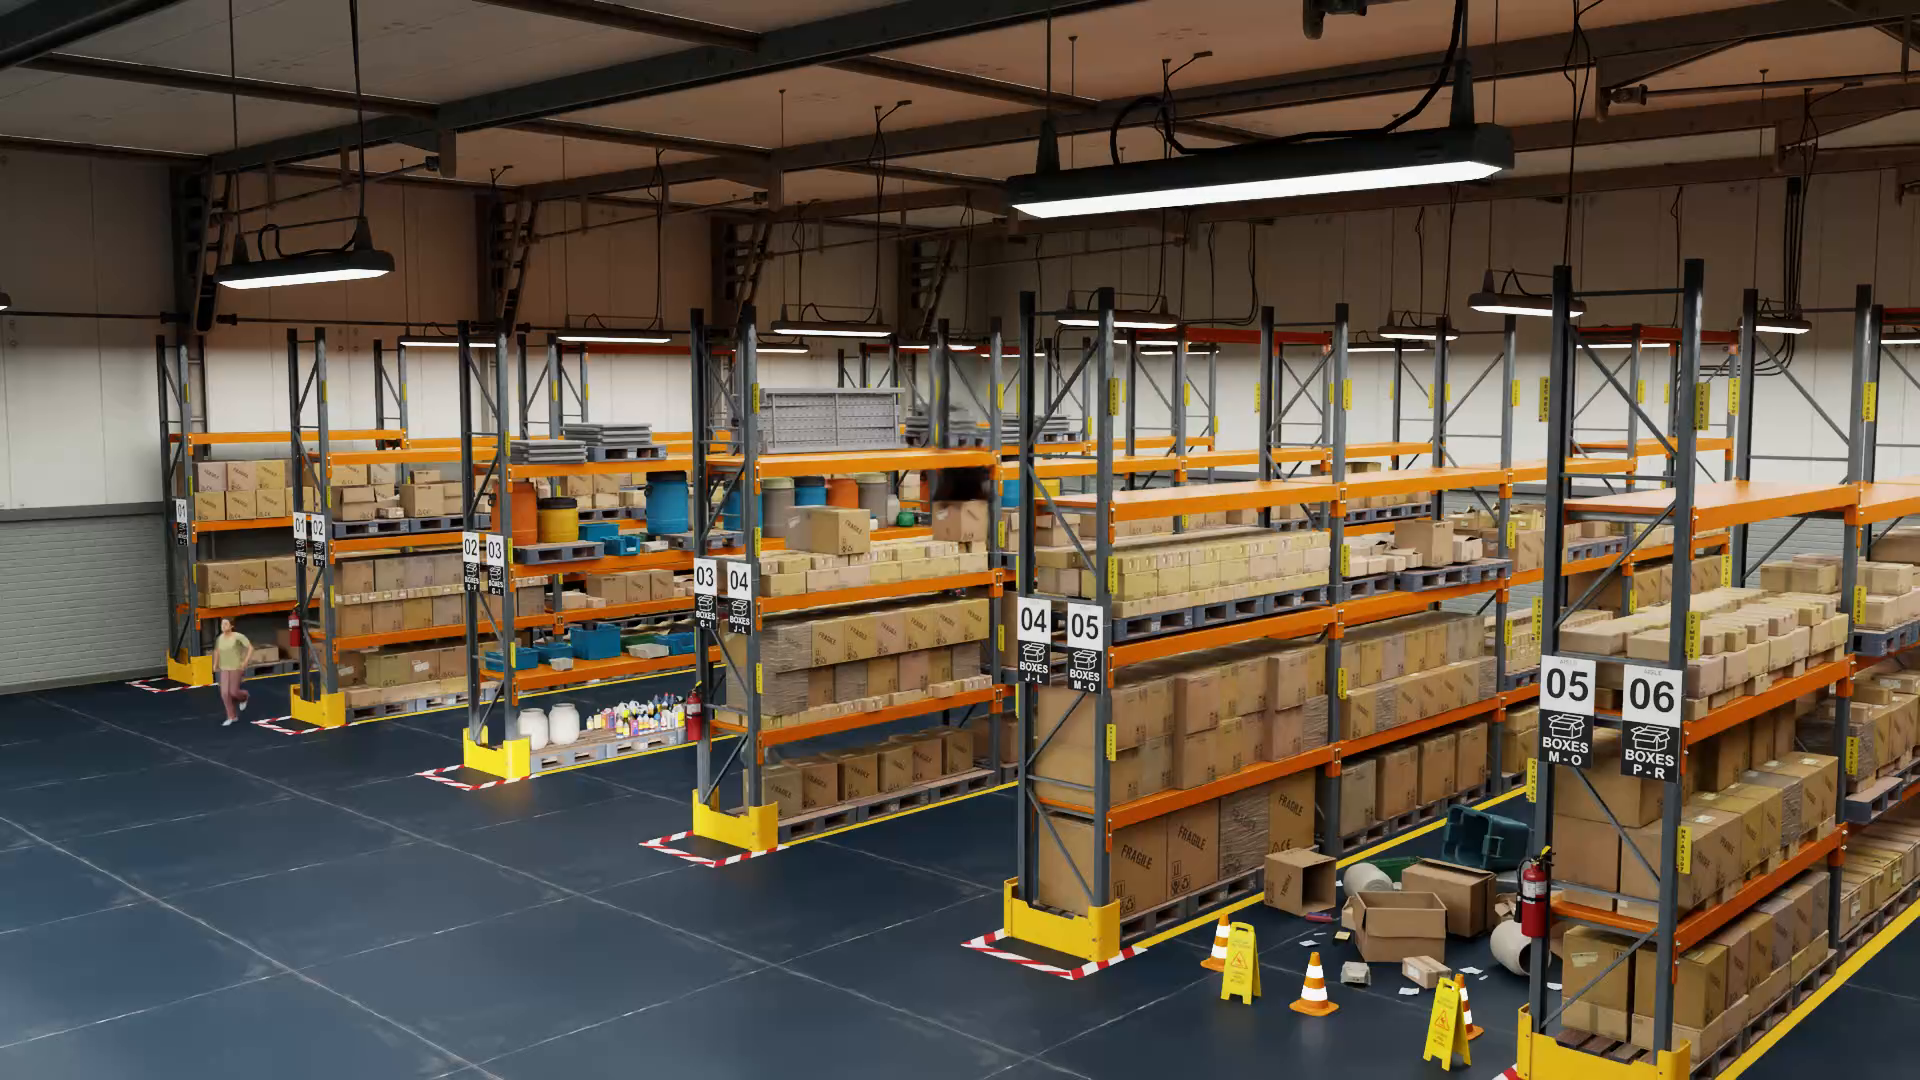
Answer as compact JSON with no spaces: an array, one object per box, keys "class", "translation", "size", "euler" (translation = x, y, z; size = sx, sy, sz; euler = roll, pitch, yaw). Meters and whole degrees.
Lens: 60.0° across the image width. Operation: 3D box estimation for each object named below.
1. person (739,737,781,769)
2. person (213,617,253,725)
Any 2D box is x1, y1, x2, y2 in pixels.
[{"class":"person","translation":[-2.542,2.337,20.953],"size":[0.658,1.809,0.801],"euler":[4,7,39]},{"class":"person","translation":[-11.085,1.976,25.424],"size":[0.602,1.649,0.619],"euler":[1,5,6]}]
